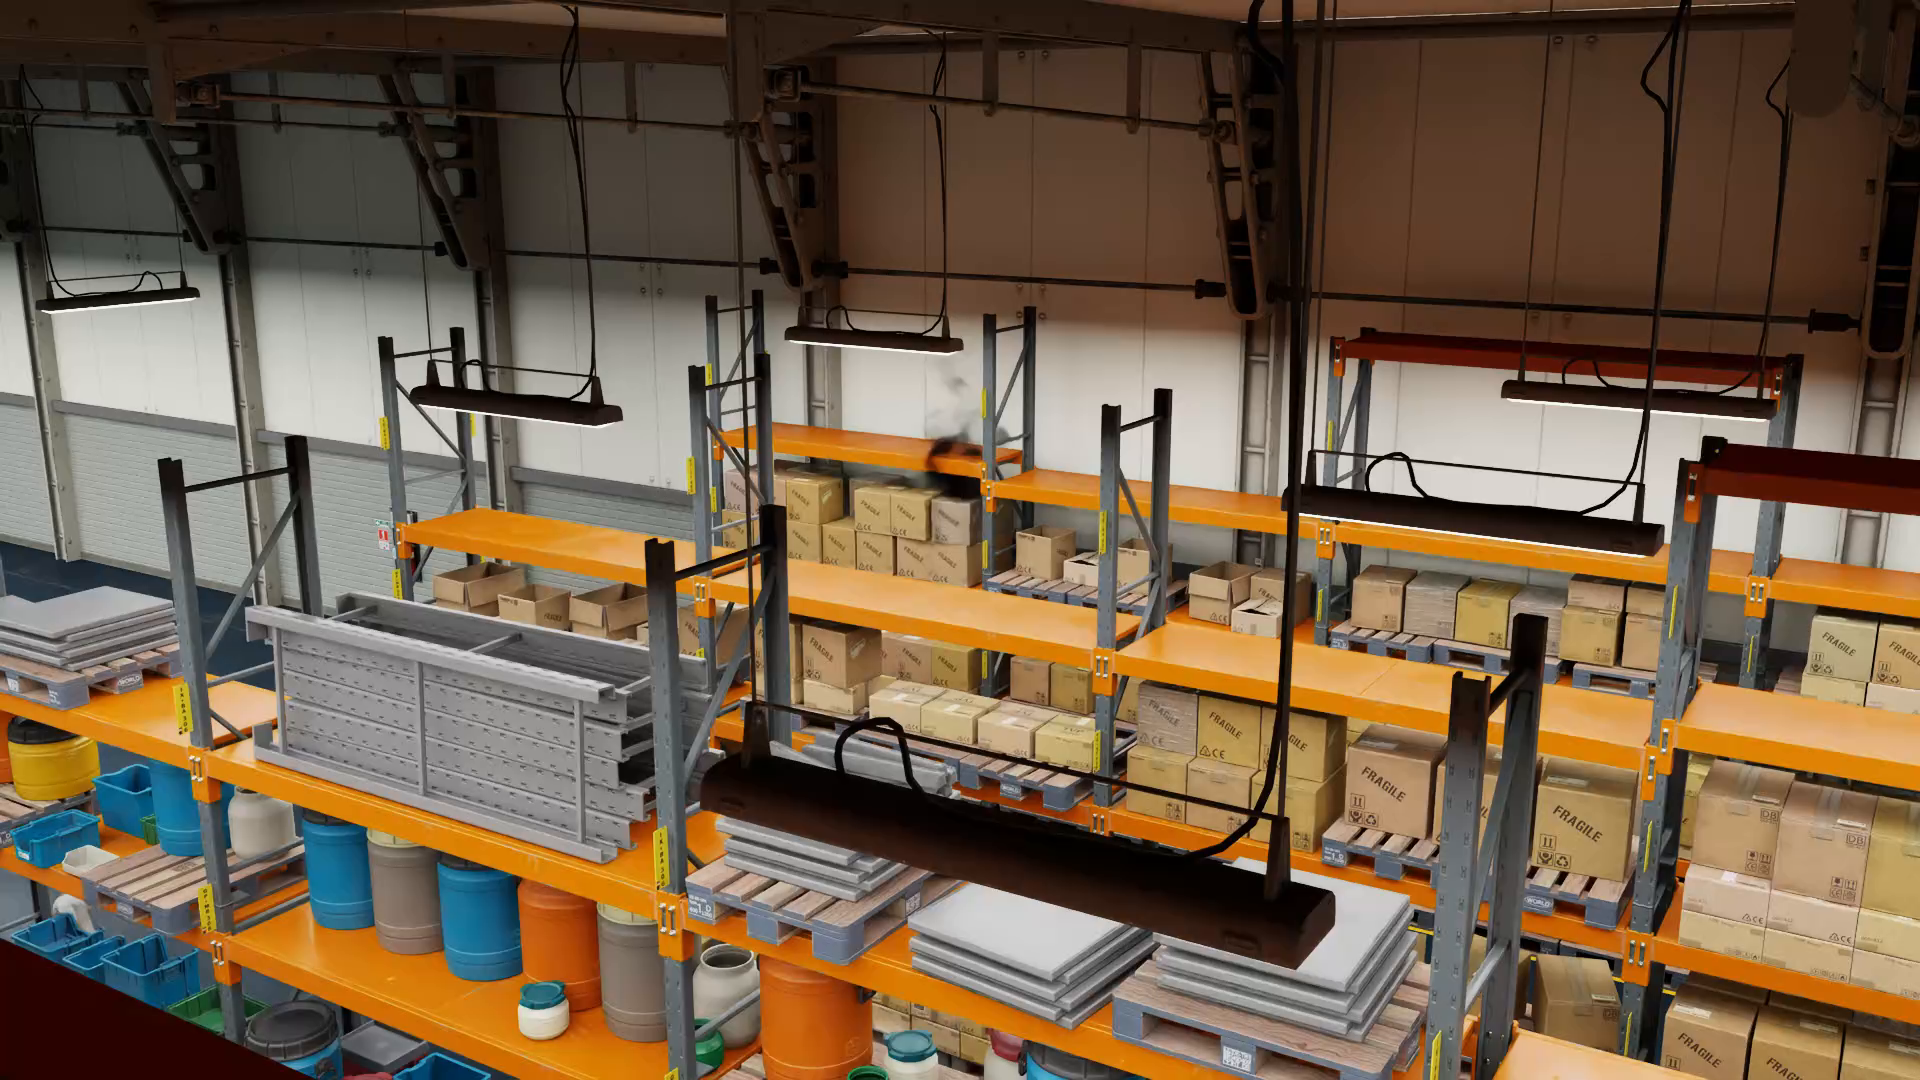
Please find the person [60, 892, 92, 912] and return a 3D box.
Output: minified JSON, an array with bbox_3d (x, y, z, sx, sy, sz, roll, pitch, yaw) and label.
[{"bbox_3d":[-8.008,3.633,15.117,0.513,1.560,0.597,-1,14,-6],"label":"person"}]
